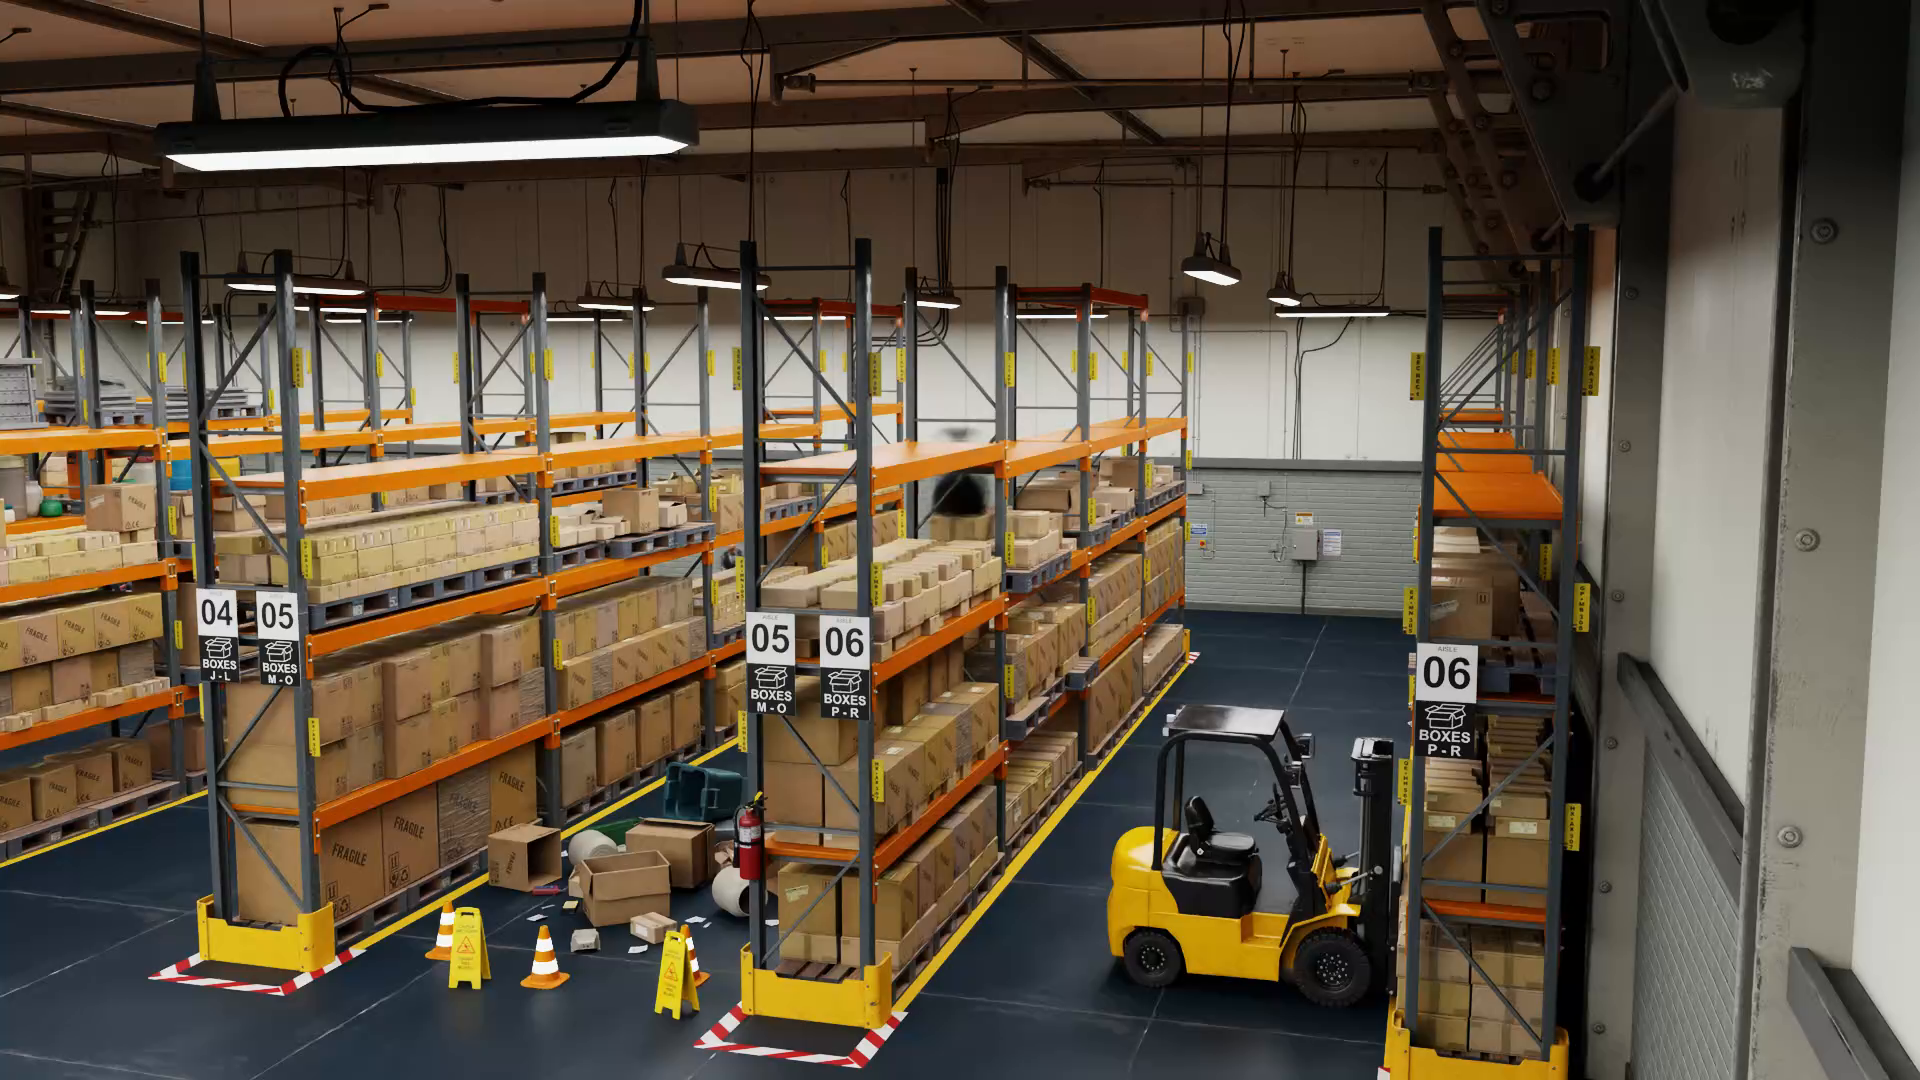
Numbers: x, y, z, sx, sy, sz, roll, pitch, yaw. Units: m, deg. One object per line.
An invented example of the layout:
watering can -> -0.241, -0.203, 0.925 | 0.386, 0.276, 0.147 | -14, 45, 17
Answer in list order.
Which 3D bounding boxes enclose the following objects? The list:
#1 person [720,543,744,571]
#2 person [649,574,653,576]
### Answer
person -> -4.261, 0.791, 31.725 | 0.659, 1.663, 0.652 | 1, 6, 9
person -> -4.999, 1.372, 26.448 | 0.589, 1.718, 0.695 | 1, 6, 7
